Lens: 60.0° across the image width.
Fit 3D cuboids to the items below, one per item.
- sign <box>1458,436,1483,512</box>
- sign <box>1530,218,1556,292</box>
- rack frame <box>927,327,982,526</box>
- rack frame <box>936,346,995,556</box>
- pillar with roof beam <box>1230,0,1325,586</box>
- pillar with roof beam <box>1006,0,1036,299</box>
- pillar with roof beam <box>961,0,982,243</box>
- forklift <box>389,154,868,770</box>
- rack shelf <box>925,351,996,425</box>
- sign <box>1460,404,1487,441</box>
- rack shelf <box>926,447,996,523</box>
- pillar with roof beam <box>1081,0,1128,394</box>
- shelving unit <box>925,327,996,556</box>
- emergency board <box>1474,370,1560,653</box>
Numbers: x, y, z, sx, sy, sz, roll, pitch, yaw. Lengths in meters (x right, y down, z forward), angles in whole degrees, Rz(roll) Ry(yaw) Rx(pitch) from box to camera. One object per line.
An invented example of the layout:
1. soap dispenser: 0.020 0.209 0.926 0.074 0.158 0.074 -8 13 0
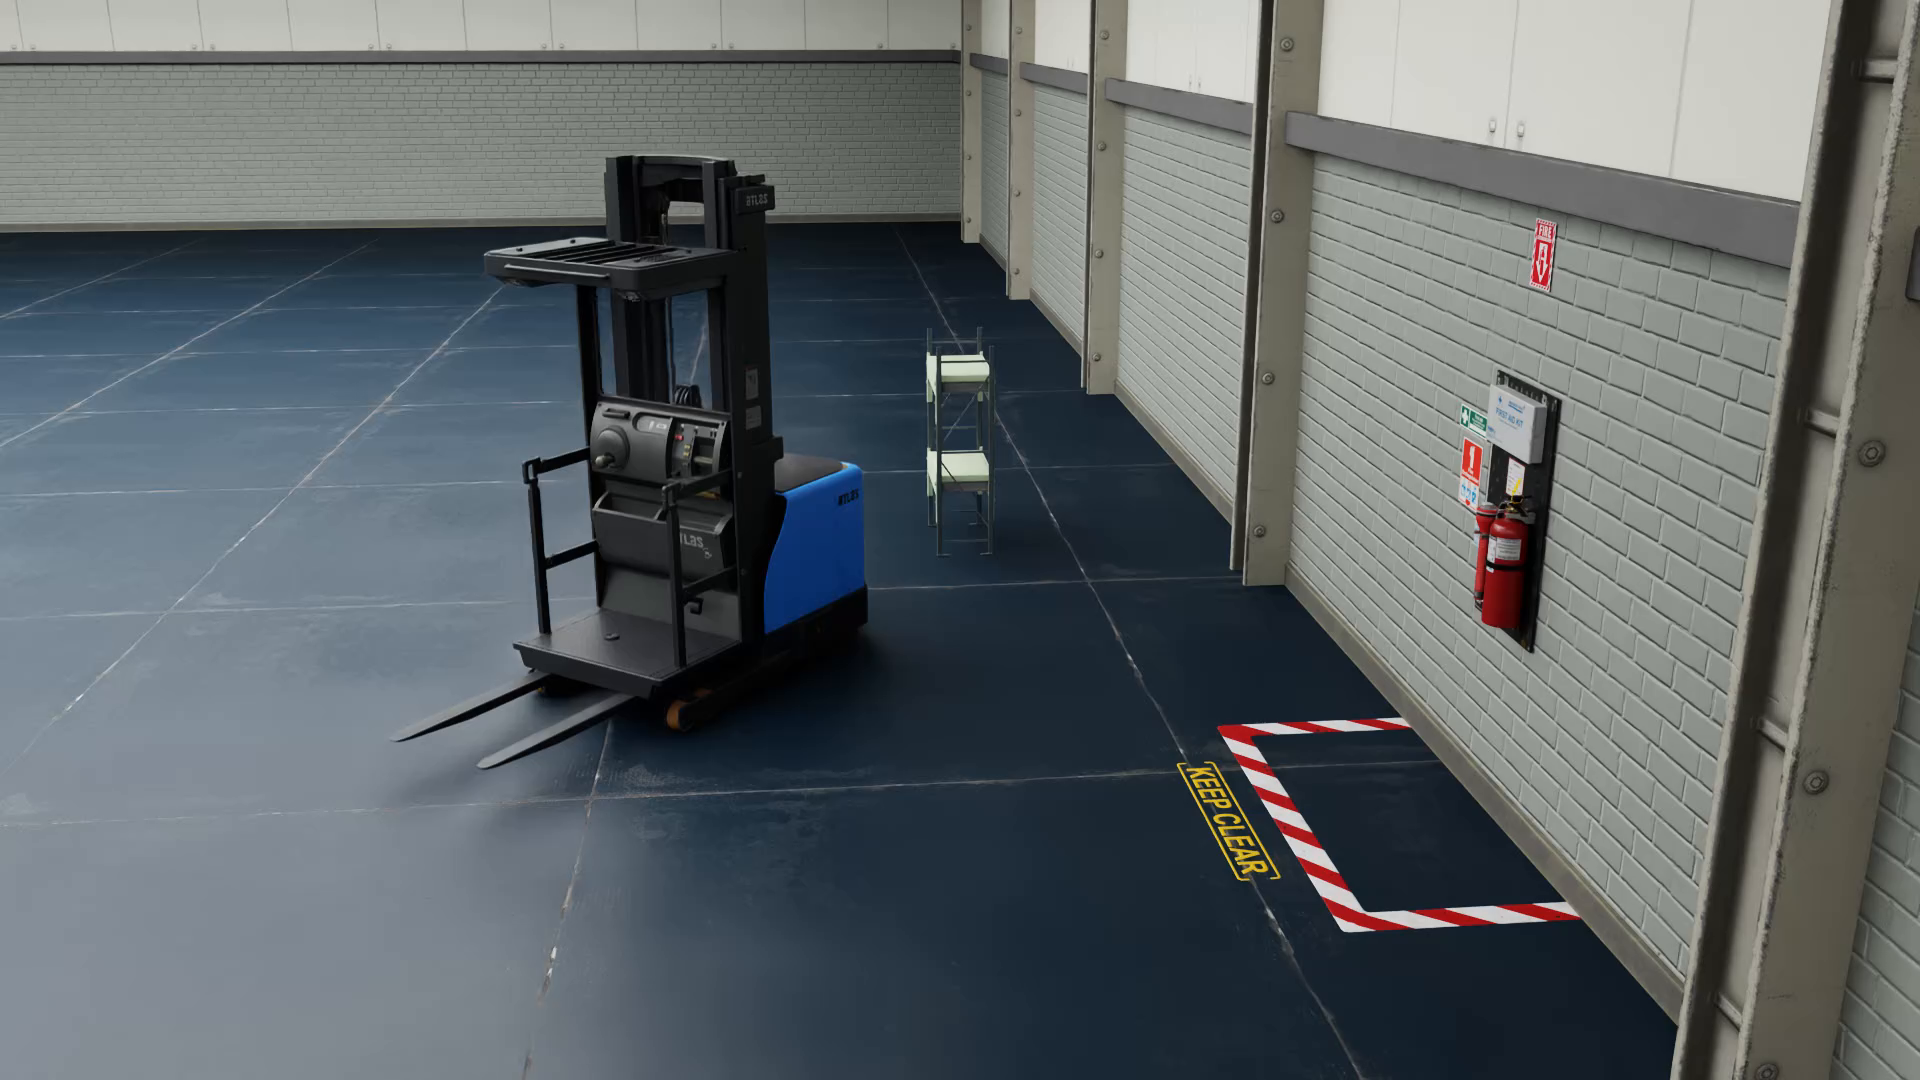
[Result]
1. sign: 2.497 -0.321 8.133 0.001 0.329 0.234 -2 18 -6
2. sign: 2.549 -1.248 7.274 0.001 0.298 0.199 -2 18 -6
3. rack frame: -0.038 -0.827 12.306 0.400 1.500 0.023 -2 18 -6
4. rack frame: 0.037 -0.609 11.611 0.400 1.500 0.023 -2 18 -6
5. pillar with roof beam: -2.233 -3.916 9.626 9.100 9.000 0.400 -2 18 -6
6. pillar with roof beam: -3.471 -7.491 21.014 9.100 9.000 0.400 -2 18 -6
7. pillar with roof beam: -4.089 -9.279 26.708 9.100 9.000 0.400 -2 18 -6
8. forklift: -1.770 -0.530 8.971 1.130 2.935 3.031 10 20 30
9. rack shelf: -0.001 -1.090 11.842 0.431 0.370 0.720 -2 18 -6
10. sign: 2.488 -0.572 8.048 0.001 0.109 0.331 -2 18 -6
11. rack shelf: -0.001 -0.407 12.056 0.431 0.370 0.720 -2 18 -6
12. pillar with roof beam: -2.852 -5.703 15.320 9.100 9.000 0.400 -2 18 -6
13. shelving unit: -0.001 -0.718 11.959 0.431 1.500 0.755 -2 18 -6
14. emergency board: 2.451 -0.136 7.603 0.194 1.169 0.643 -2 18 -6
